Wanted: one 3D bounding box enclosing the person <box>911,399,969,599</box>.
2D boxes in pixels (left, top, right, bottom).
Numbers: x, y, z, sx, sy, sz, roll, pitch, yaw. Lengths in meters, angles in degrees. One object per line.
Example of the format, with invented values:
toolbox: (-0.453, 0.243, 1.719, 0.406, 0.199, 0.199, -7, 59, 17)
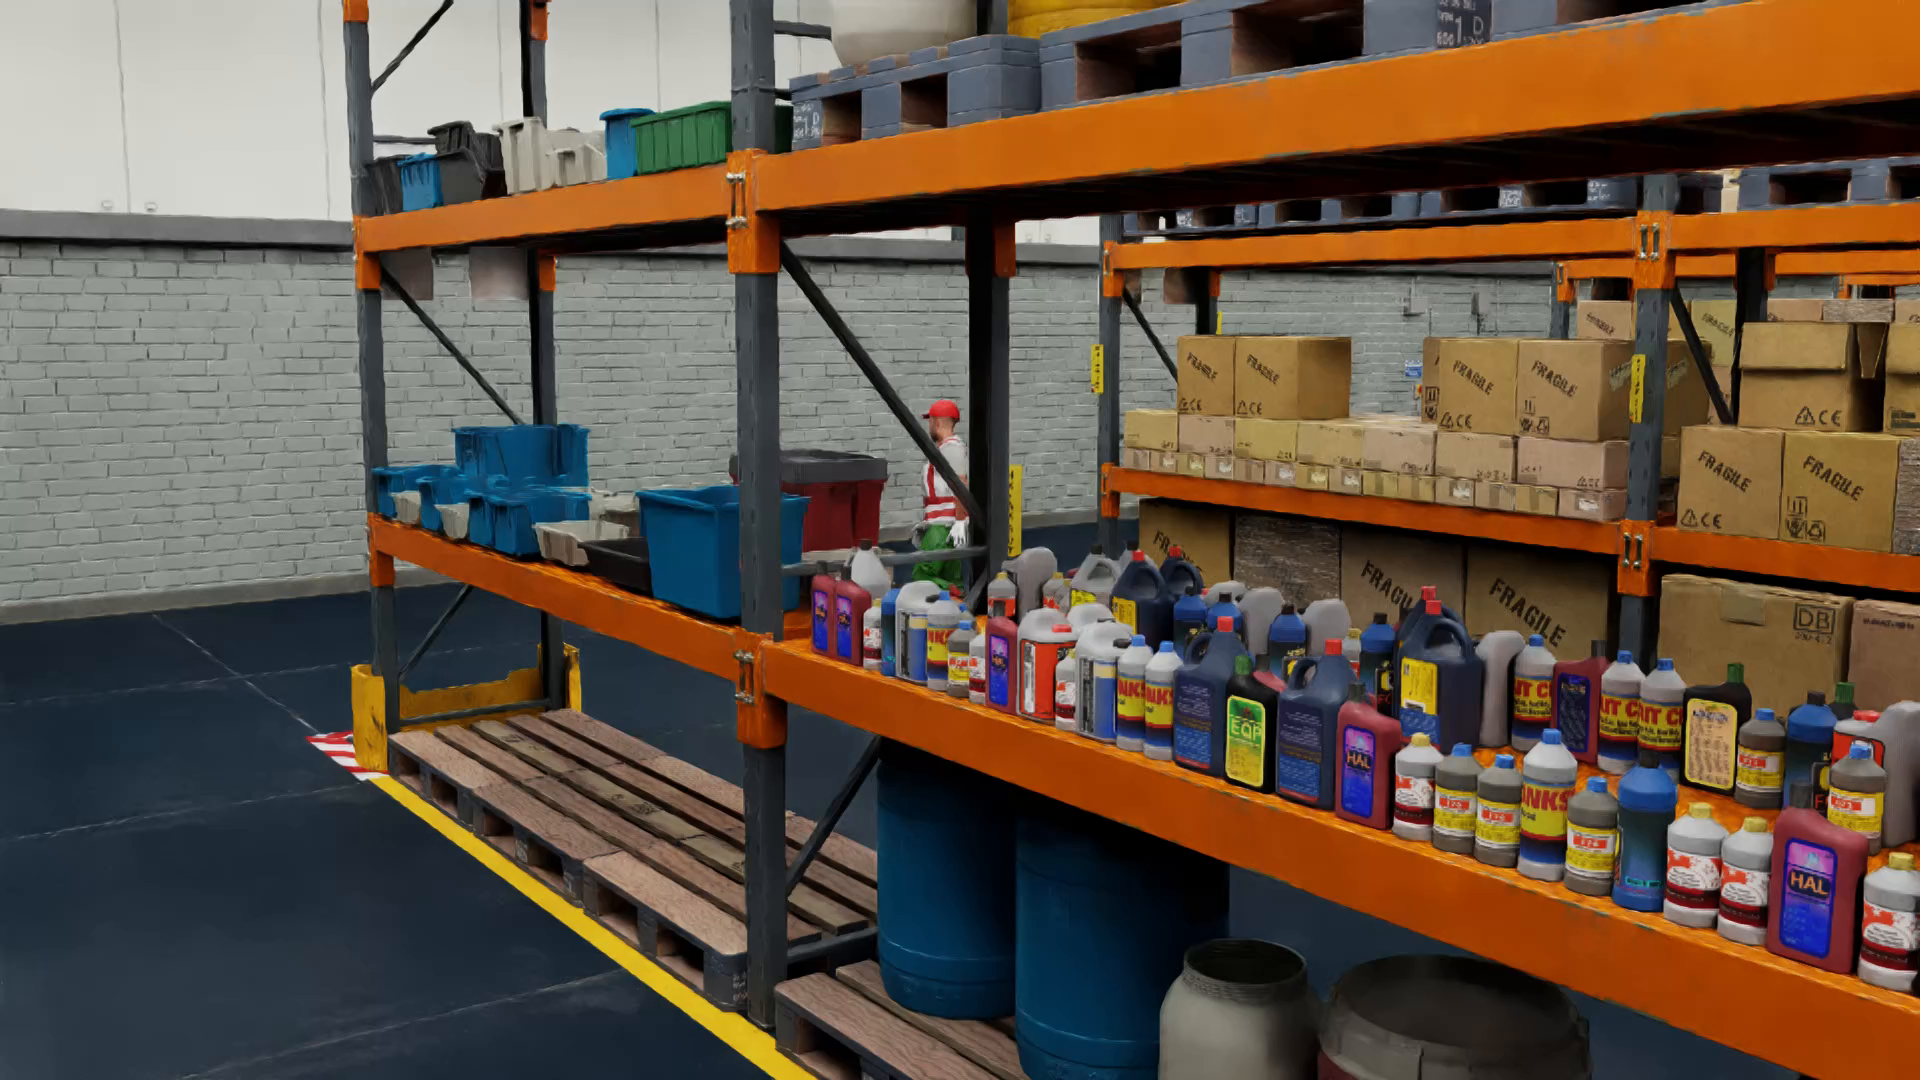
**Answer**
person: (-0.087, -0.065, 11.233, 0.515, 1.748, 0.717, -1, 8, -8)
